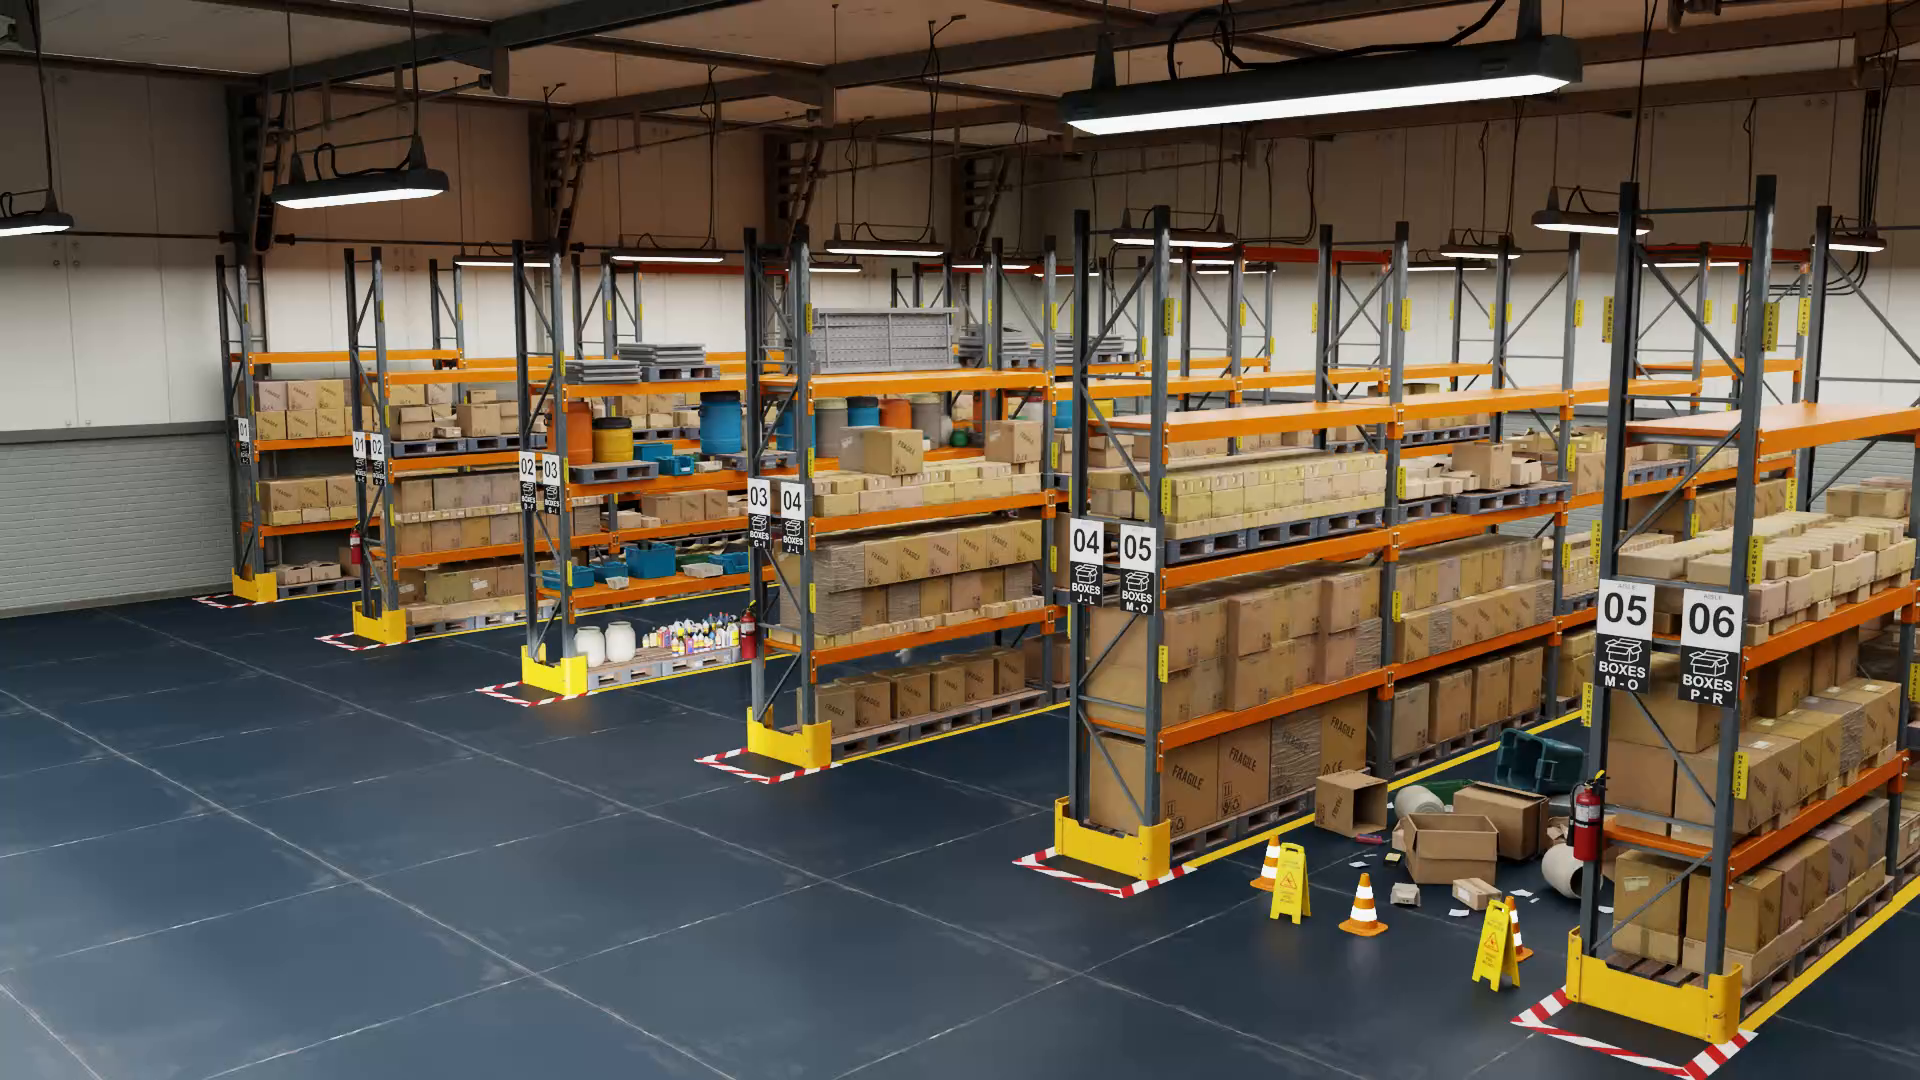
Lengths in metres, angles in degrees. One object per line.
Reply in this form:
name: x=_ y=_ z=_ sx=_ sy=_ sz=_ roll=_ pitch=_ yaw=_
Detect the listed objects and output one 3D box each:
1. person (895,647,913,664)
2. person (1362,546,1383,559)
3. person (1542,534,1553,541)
person: x=-0.852 y=0.800 z=22.779 sx=0.662 sy=1.829 sz=0.633 roll=5 pitch=10 yaw=32
person: x=6.104 y=0.817 z=24.389 sx=0.657 sy=1.777 sz=0.949 roll=6 pitch=10 yaw=38
person: x=8.920 y=0.732 z=25.405 sx=0.960 sy=1.648 sz=0.581 roll=-8 pitch=11 yaw=-43
